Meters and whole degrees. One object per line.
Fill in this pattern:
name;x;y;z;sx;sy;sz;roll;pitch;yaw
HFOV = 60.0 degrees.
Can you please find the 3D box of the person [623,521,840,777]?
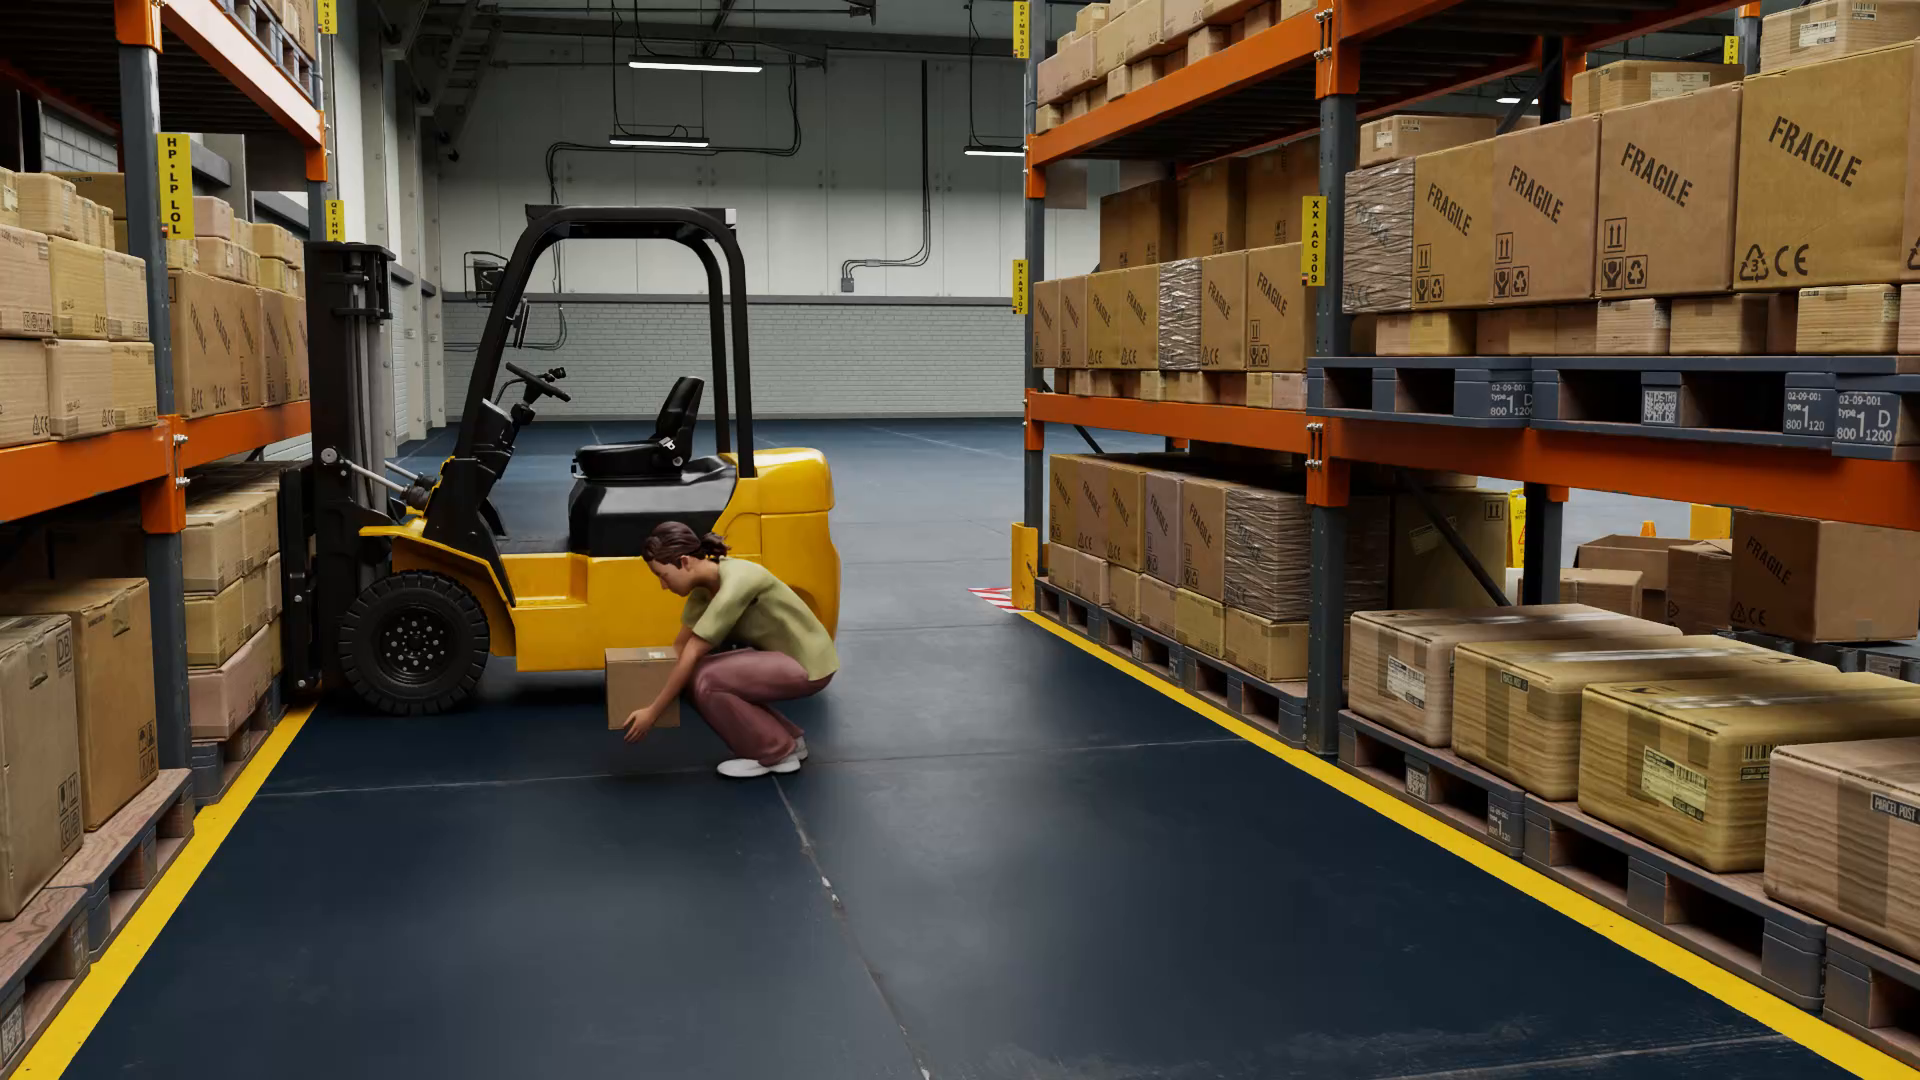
person;-0.835;0.455;6.065;0.795;0.796;0.478;-2;6;-14
